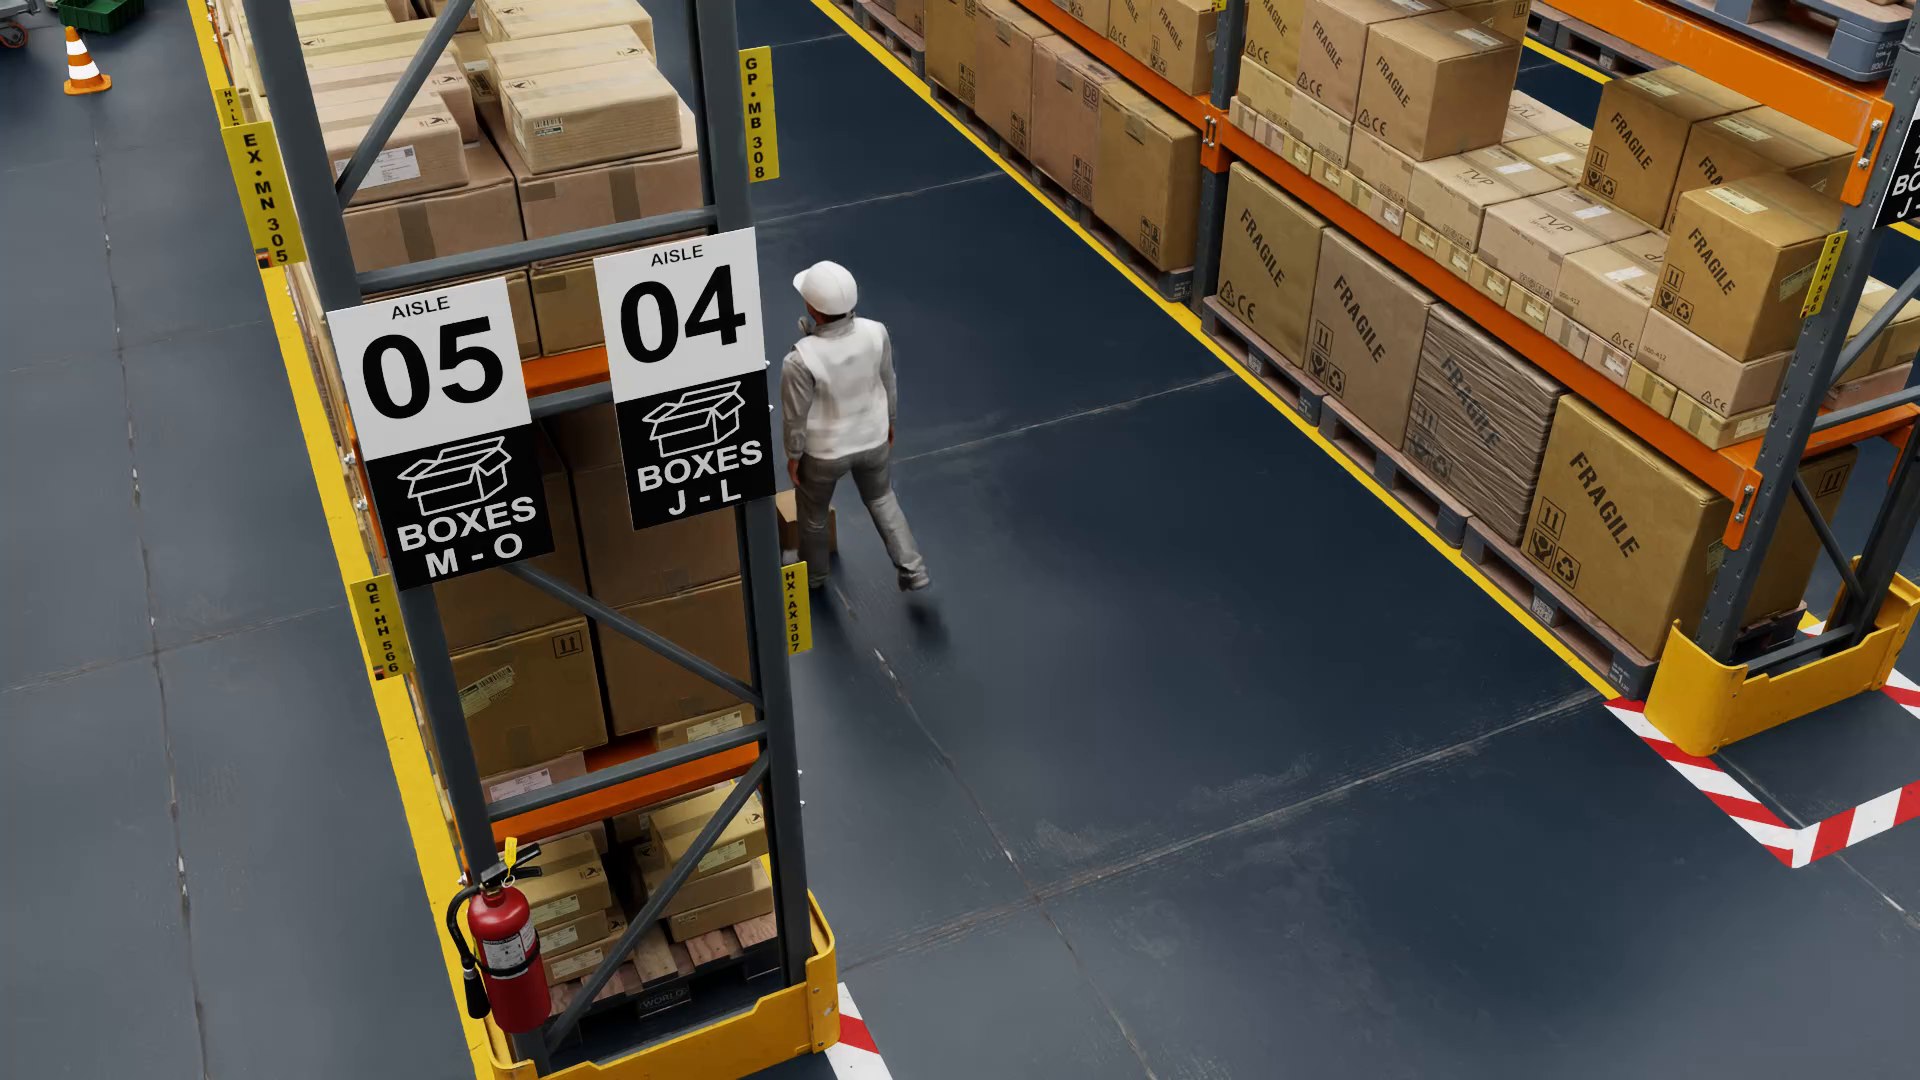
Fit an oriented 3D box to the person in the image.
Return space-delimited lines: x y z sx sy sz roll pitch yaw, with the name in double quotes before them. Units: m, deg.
"person" -0.530 -0.457 7.416 0.578 1.764 0.784 -19 41 -24
